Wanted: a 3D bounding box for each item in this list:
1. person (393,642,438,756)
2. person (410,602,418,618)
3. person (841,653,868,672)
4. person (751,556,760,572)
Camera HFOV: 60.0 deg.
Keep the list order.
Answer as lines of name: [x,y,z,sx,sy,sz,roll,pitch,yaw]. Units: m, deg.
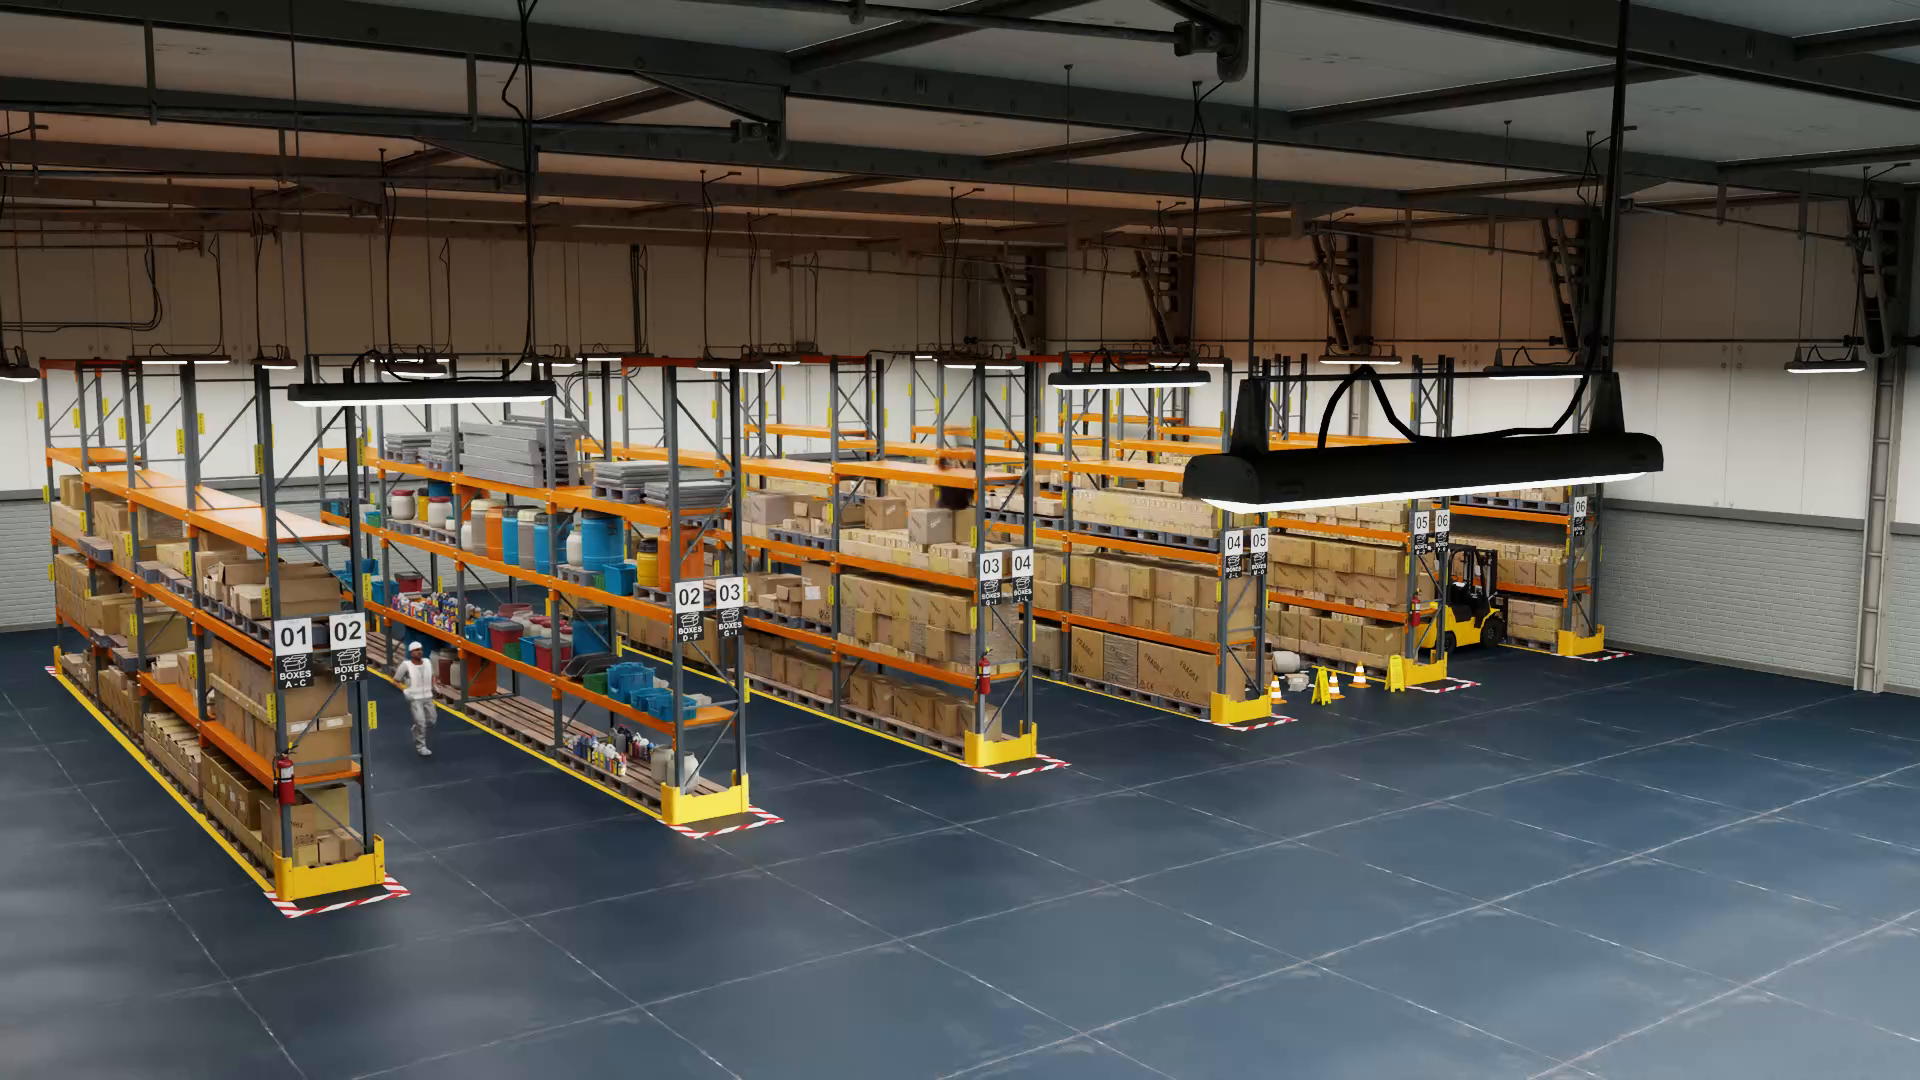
person: [-8.322,2.417,25.478,0.675,1.735,0.676,6,9,42]
person: [-4.301,1.062,36.978,17.394,1.690,2.542,-6,9,-41]
person: [2.153,1.638,14.827,16.968,5.894,31.560,-6,9,-41]
person: [-5.226,0.506,42.035,0.558,1.579,0.681,0,7,2]
